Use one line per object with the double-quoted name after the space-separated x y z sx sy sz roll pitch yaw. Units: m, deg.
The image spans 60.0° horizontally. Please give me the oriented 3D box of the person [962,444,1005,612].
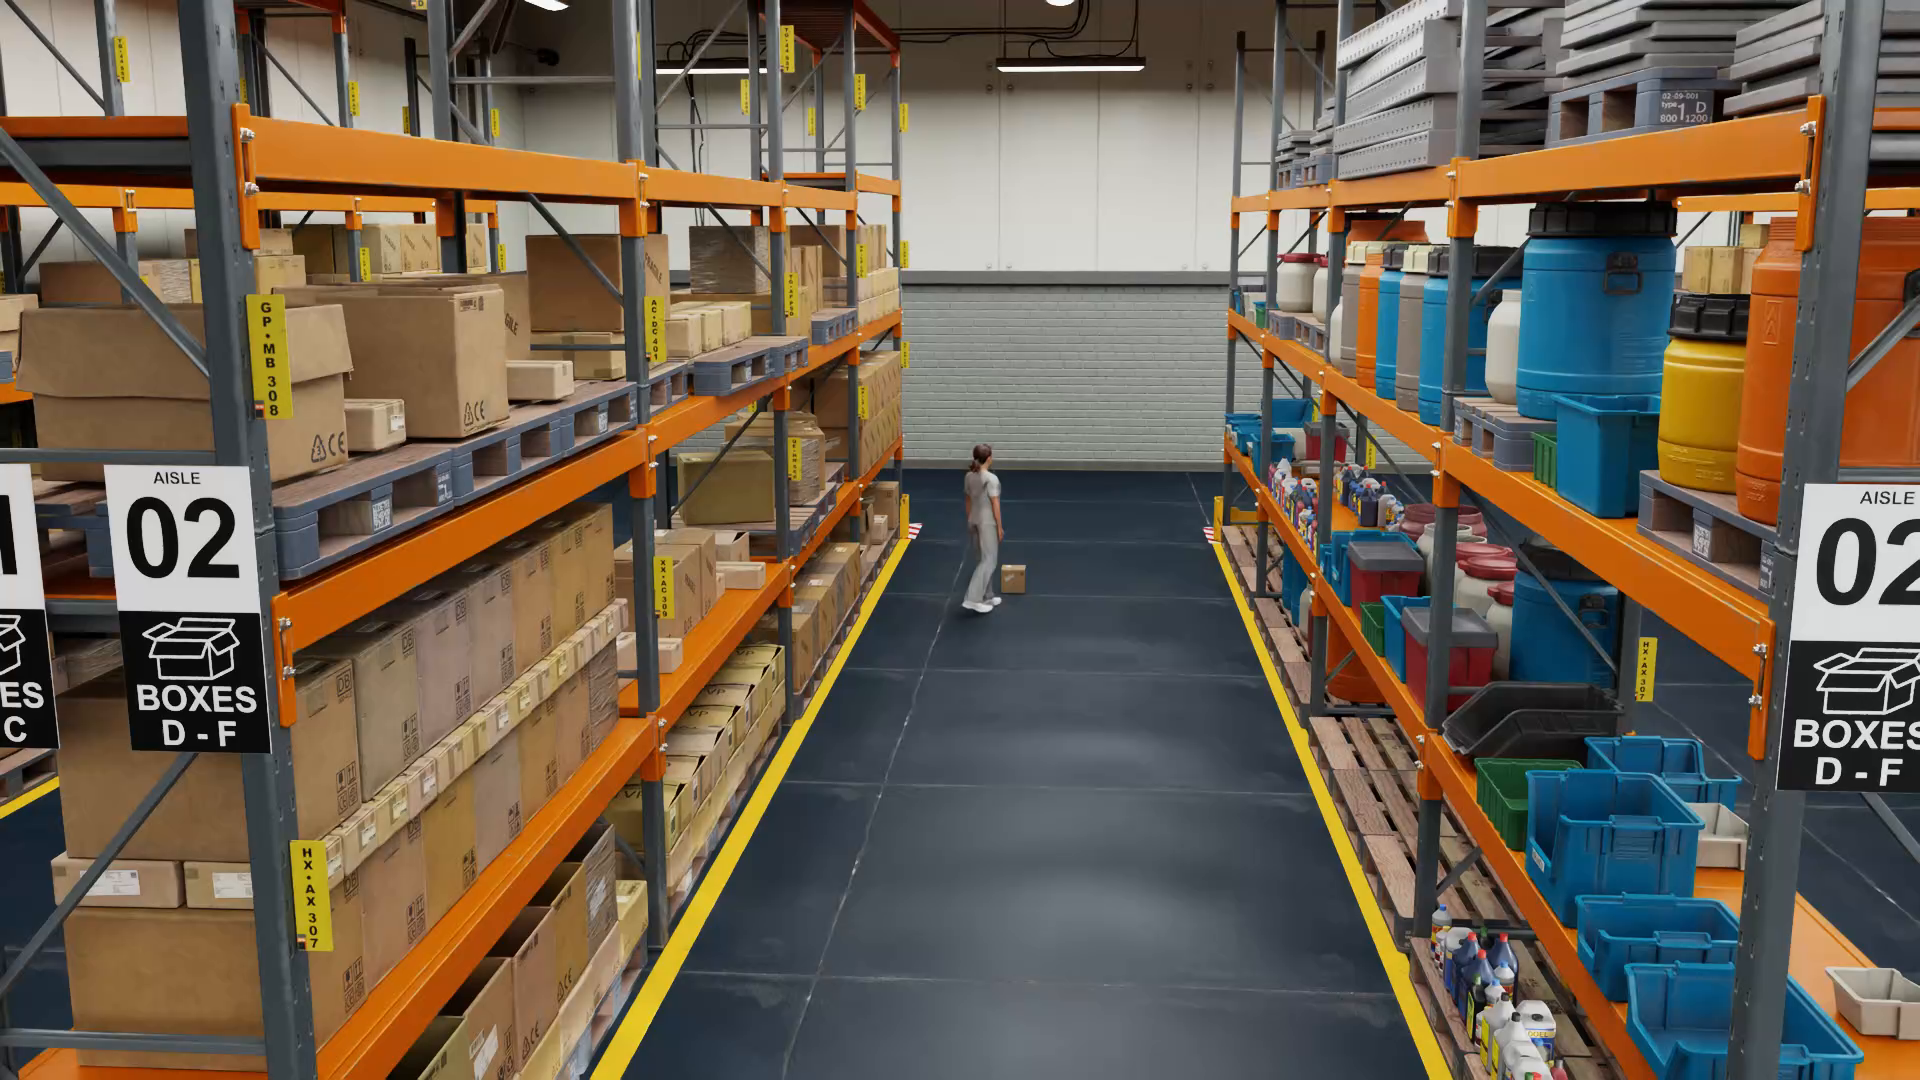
0.233 -0.071 16.573 0.627 1.560 0.482 -9 14 -39 "person"
